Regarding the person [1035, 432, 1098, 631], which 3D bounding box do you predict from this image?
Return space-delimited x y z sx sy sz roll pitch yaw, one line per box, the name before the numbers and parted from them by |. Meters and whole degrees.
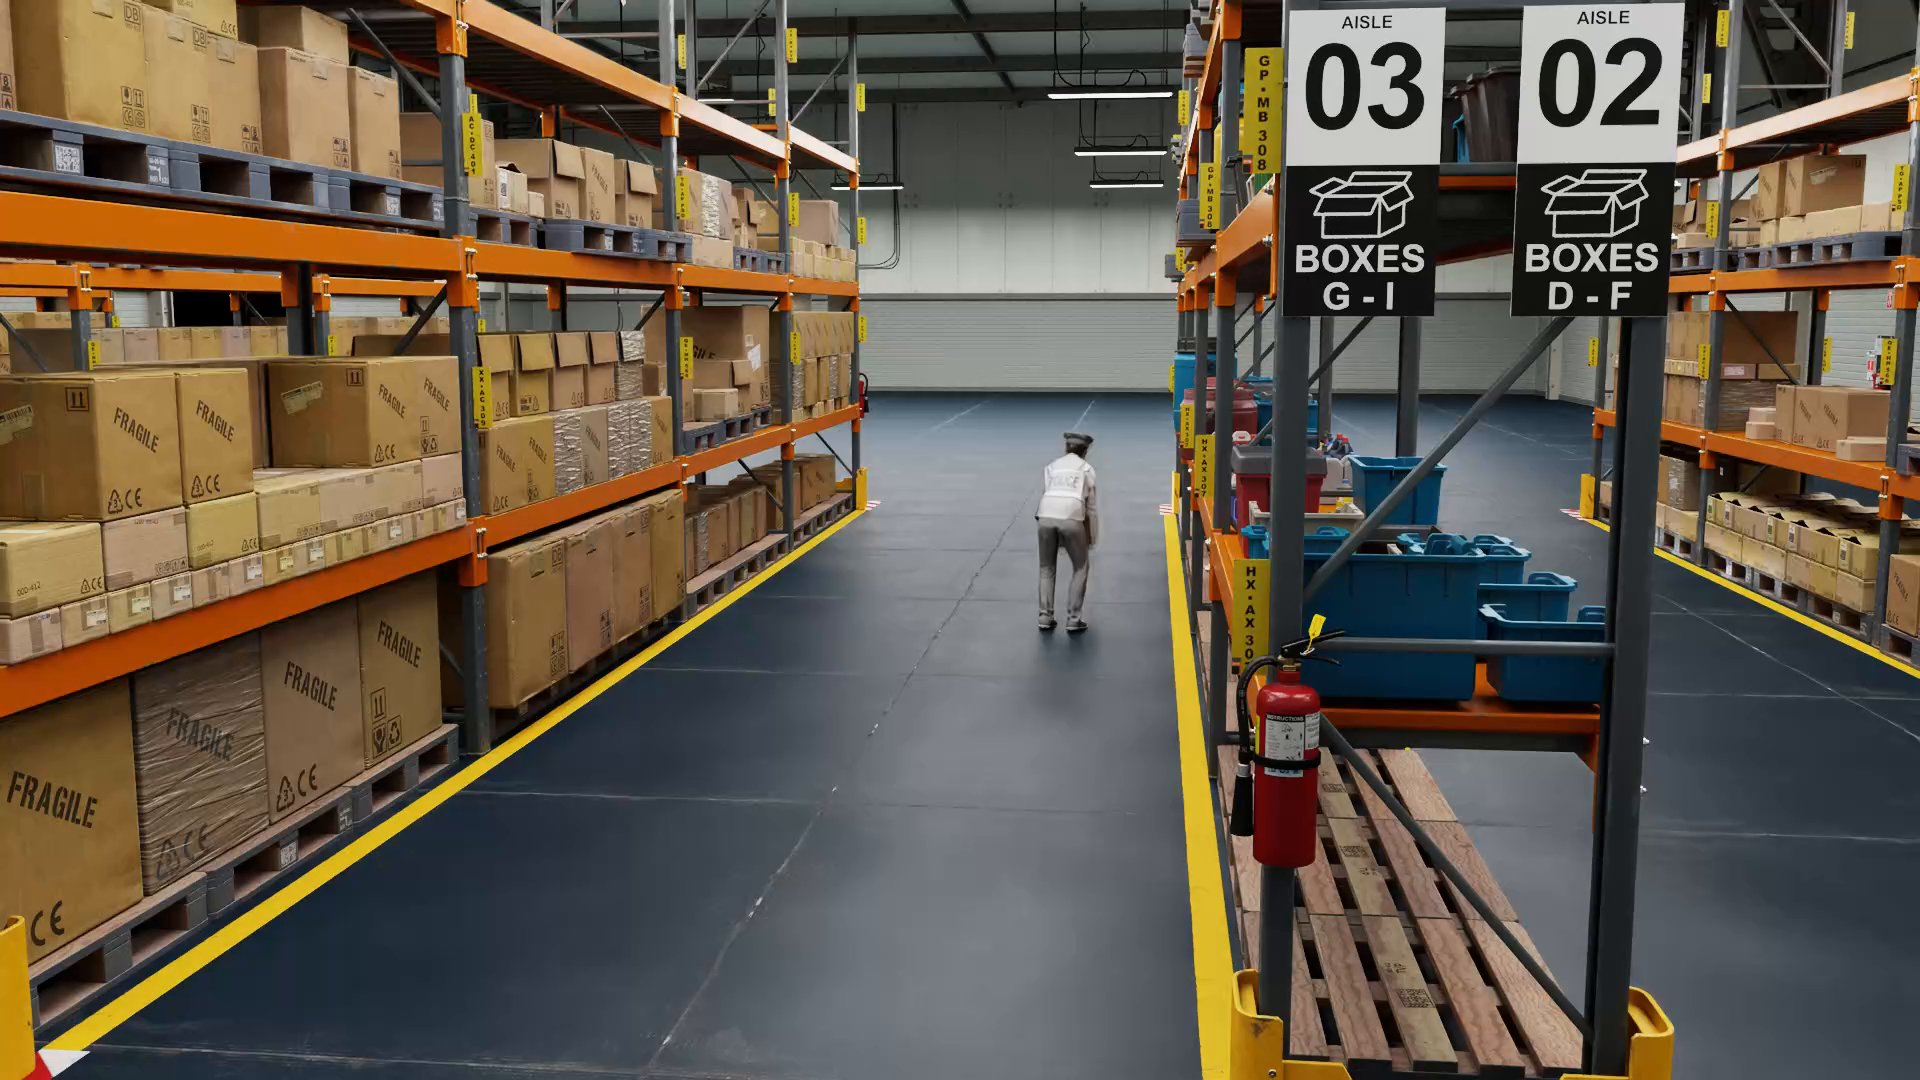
person | 0.839 -0.075 12.944 0.410 1.513 0.710 3 8 22
